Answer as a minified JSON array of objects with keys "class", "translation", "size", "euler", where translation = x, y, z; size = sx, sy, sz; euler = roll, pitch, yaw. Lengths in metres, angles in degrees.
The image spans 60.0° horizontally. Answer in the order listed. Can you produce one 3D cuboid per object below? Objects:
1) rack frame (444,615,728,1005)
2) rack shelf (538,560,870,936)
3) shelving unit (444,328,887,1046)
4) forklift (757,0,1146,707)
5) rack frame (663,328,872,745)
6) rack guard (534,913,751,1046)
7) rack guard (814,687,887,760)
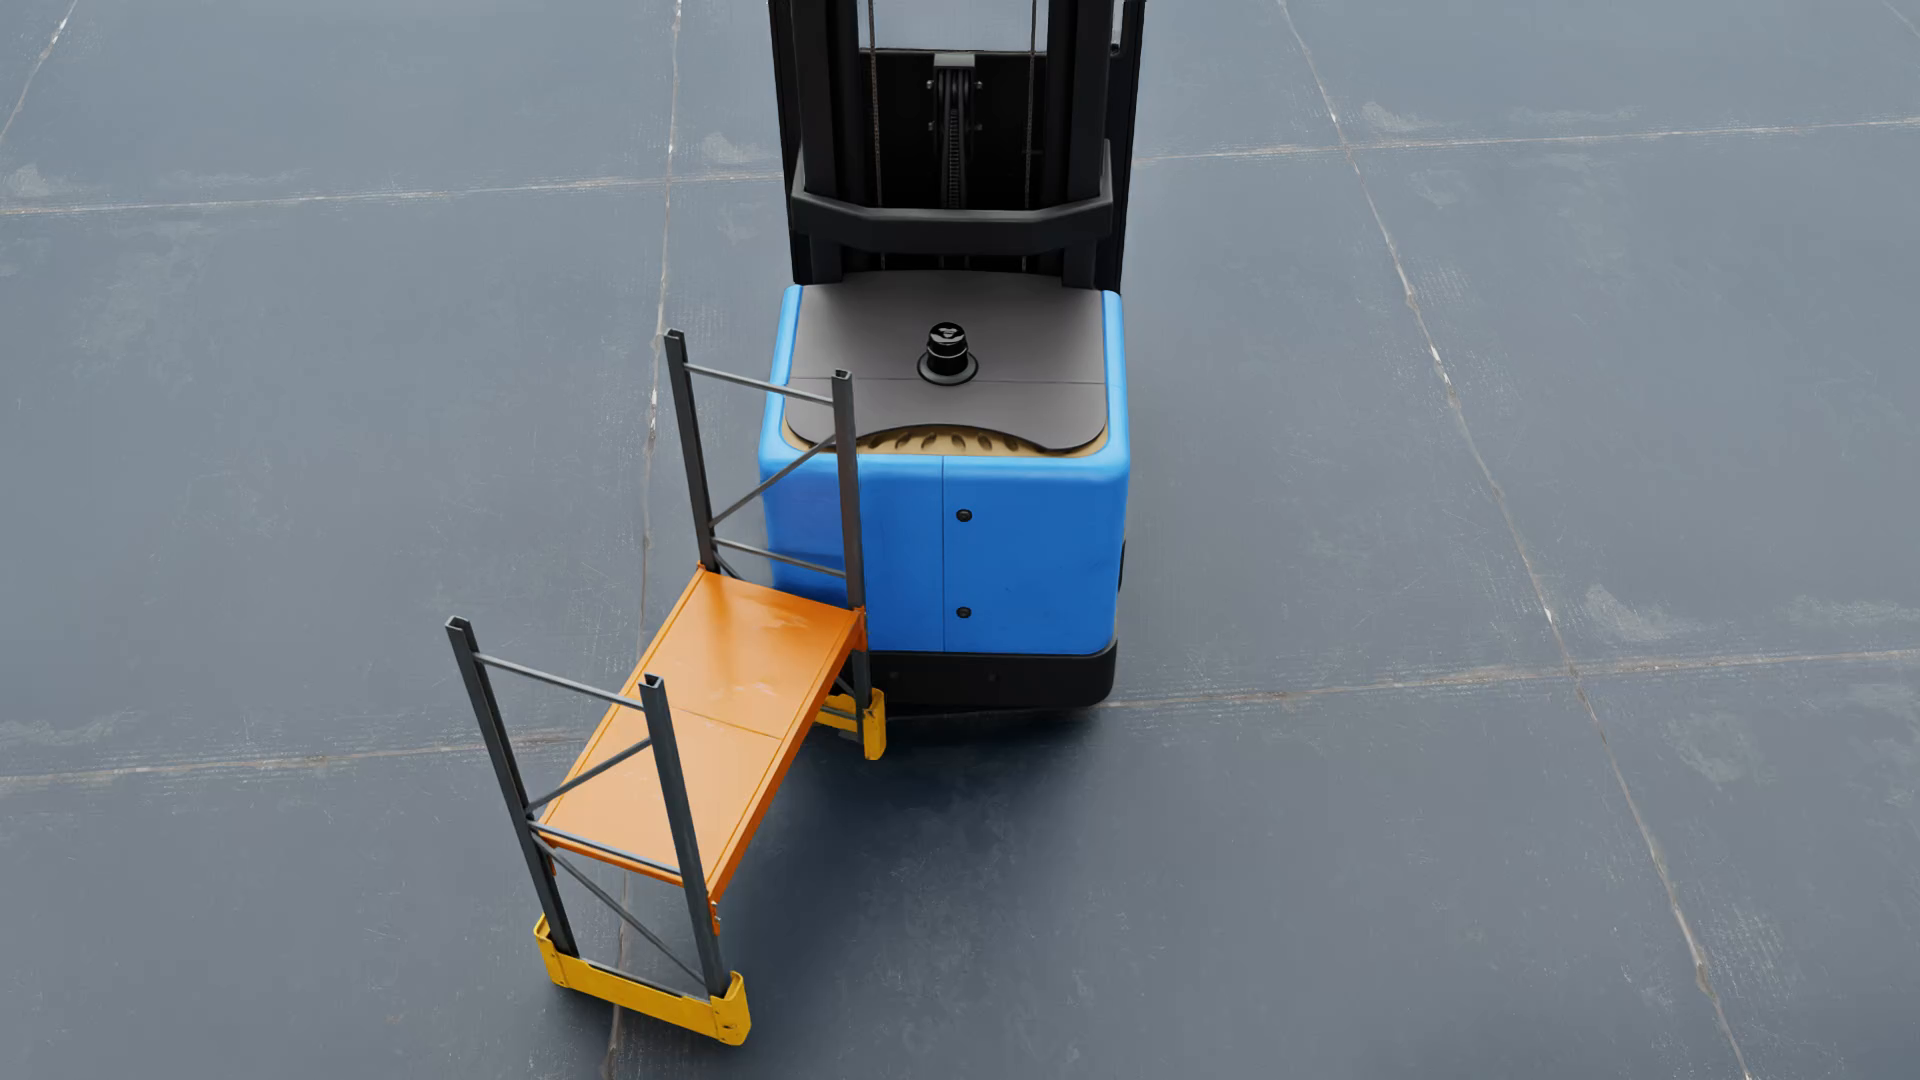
[{"class":"rack frame","translation":[-0.850,0.747,4.010],"size":[0.500,1.500,0.032],"euler":[15,48,13]},{"class":"rack shelf","translation":[-0.678,0.523,4.469],"size":[0.538,0.185,1.000],"euler":[15,48,13]},{"class":"shelving unit","translation":[-0.681,0.406,4.333],"size":[0.587,1.500,1.083],"euler":[15,48,13]},{"class":"forklift","translation":[-0.003,-1.547,5.196],"size":[1.130,2.935,3.031],"euler":[1,47,1]},{"class":"rack frame","translation":[-0.505,0.053,4.667],"size":[0.500,1.500,0.032],"euler":[15,48,13]},{"class":"rack guard","translation":[-0.850,1.176,4.464],"size":[0.587,0.250,0.087],"euler":[15,48,13]},{"class":"rack guard","translation":[-0.512,0.496,5.109],"size":[0.587,0.250,0.087],"euler":[15,48,13]}]
